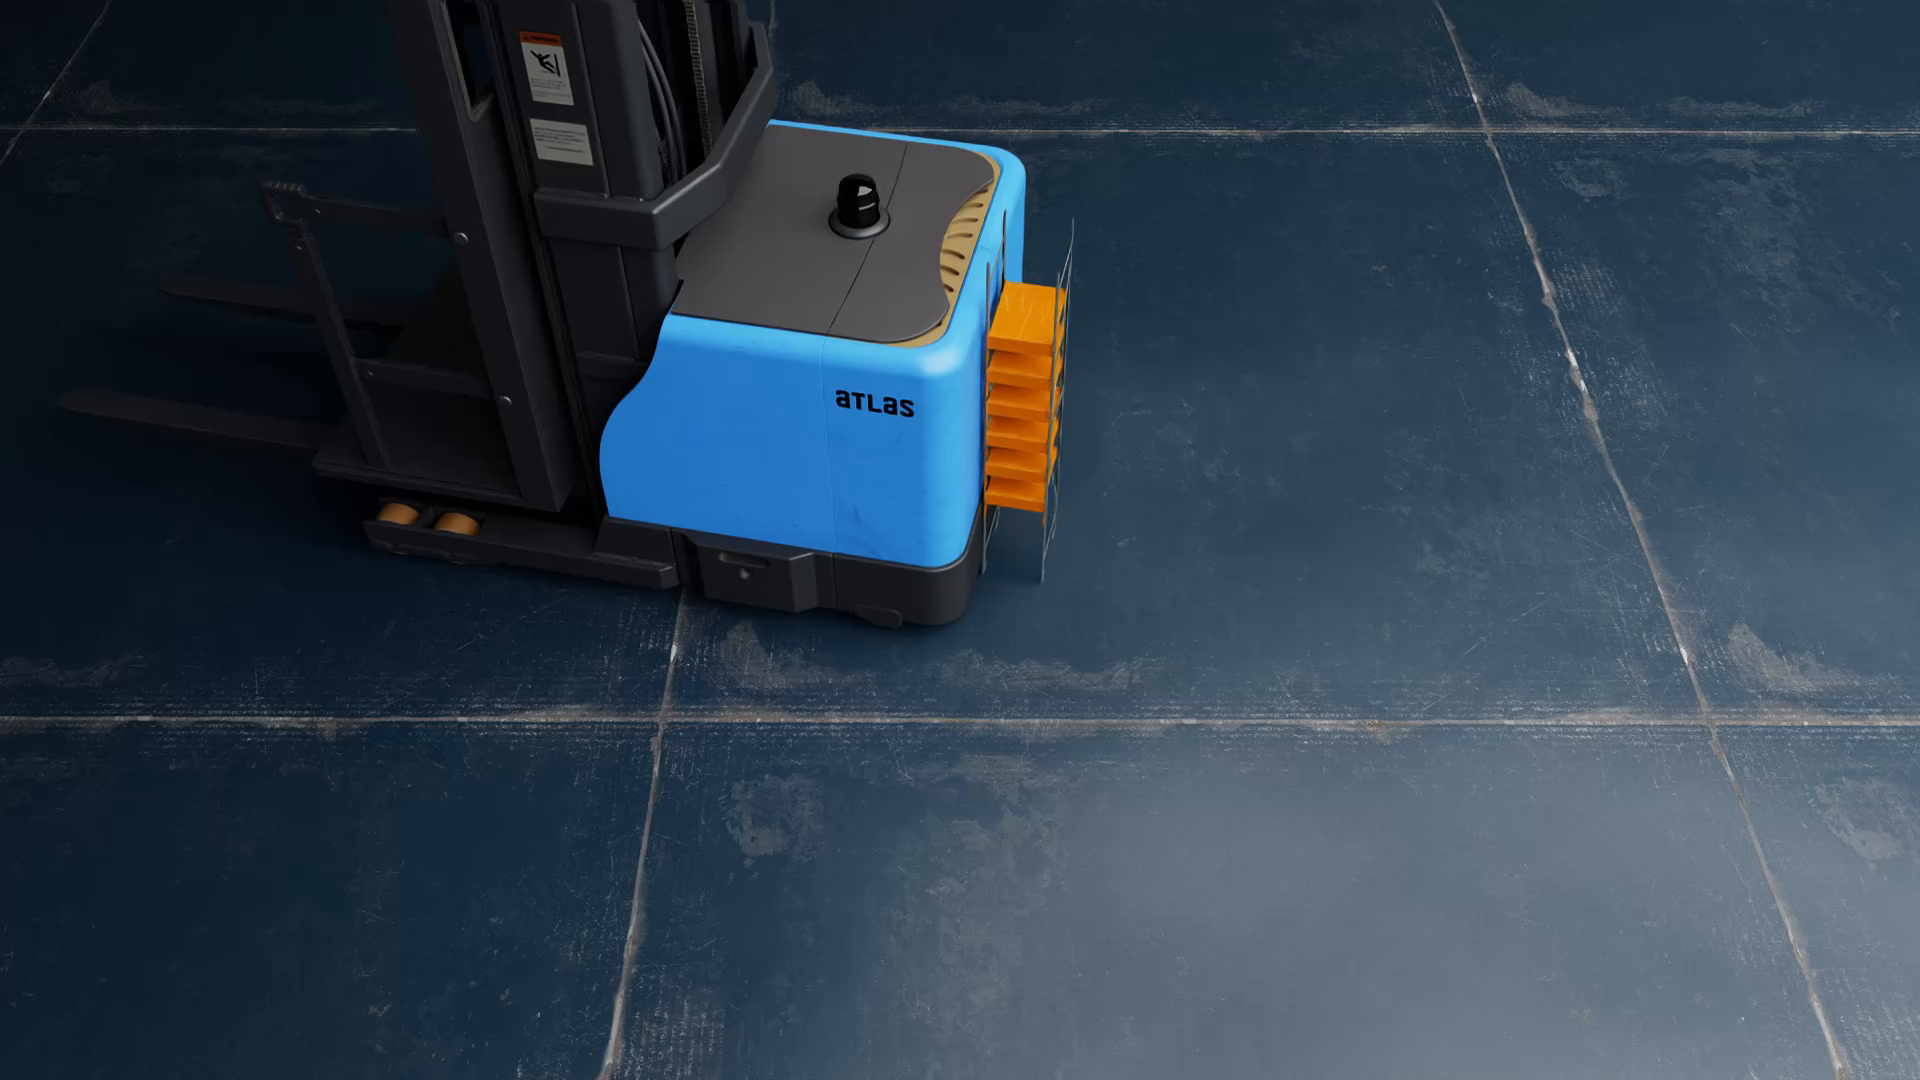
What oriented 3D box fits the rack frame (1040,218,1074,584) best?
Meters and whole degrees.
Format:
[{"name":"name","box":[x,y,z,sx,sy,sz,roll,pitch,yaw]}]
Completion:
[{"name":"rack frame","box":[0.275,-0.359,4.764,0.006,1.200,0.240,9,48,8]}]

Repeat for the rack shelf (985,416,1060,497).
[{"name":"rack shelf","box":[0.186,-0.261,4.898,0.180,0.103,0.258,9,48,8]}]

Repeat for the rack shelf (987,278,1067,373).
[{"name":"rack shelf","box":[0.186,-0.588,4.547,0.180,0.103,0.258,9,48,8]}]

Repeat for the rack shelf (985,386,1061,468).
[{"name":"rack shelf","box":[0.186,-0.343,4.810,0.180,0.103,0.258,9,48,8]}]

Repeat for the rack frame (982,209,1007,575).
[{"name":"rack frame","box":[0.096,-0.387,4.791,0.006,1.200,0.240,9,48,8]}]

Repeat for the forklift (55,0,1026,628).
[{"name":"forklift","box":[-1.367,-1.292,4.450,3.031,2.935,1.130,9,48,8]}]

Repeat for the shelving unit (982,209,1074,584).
[{"name":"shelving unit","box":[0.186,-0.373,4.778,0.189,1.200,0.258,9,48,8]}]

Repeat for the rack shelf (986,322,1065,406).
[{"name":"rack shelf","box":[0.186,-0.506,4.634,0.180,0.103,0.258,9,48,8]}]

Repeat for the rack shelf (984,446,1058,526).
[{"name":"rack shelf","box":[0.186,-0.179,4.986,0.180,0.103,0.258,9,48,8]}]

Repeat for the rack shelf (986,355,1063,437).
[{"name":"rack shelf","box":[0.186,-0.425,4.722,0.180,0.103,0.258,9,48,8]}]
